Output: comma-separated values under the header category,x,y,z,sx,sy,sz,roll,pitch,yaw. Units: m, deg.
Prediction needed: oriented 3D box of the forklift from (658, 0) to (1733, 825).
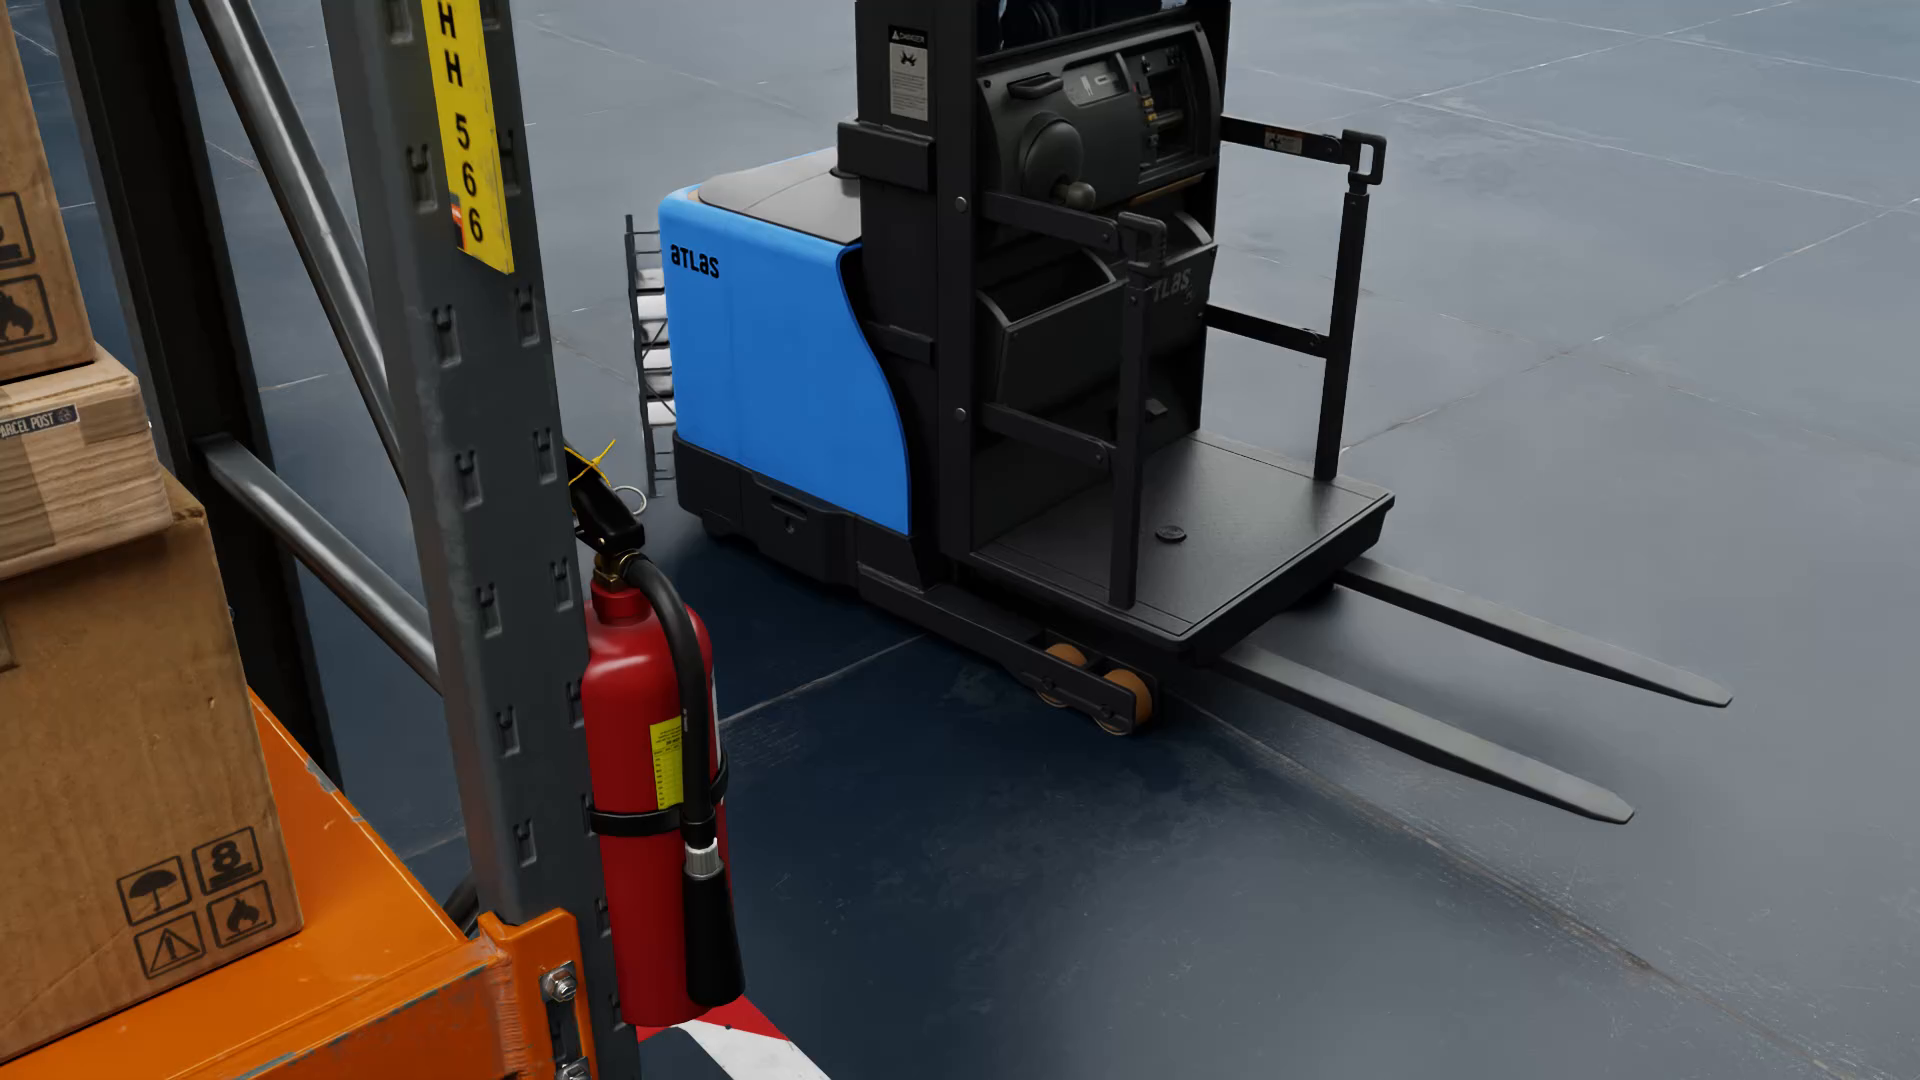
category,x,y,z,sx,sy,sz,roll,pitch,yaw
forklift,0.534,-1.068,4.139,3.031,2.935,1.130,23,35,36

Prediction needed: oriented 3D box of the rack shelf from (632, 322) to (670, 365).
category,x,y,z,sx,sy,sz,roll,pitch,yaw
rack shelf,-0.927,-0.646,5.383,0.258,0.077,0.200,-4,28,-8

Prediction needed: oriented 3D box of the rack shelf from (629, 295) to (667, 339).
category,x,y,z,sx,sy,sz,roll,pitch,yaw
rack shelf,-0.927,-0.725,5.340,0.258,0.077,0.200,-4,28,-8

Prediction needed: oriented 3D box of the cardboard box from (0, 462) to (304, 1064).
category,x,y,z,sx,sy,sz,roll,pitch,yaw
cardboard box,-1.095,0.138,1.703,0.500,0.500,0.700,-22,35,-35

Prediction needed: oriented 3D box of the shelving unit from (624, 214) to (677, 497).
category,x,y,z,sx,sy,sz,roll,pitch,yaw
shelving unit,-0.927,-0.596,5.409,0.258,0.900,0.210,-4,28,-8

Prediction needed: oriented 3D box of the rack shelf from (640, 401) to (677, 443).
category,x,y,z,sx,sy,sz,roll,pitch,yaw
rack shelf,-0.927,-0.407,5.510,0.258,0.077,0.200,-4,28,-8

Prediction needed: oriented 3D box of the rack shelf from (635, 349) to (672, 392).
category,x,y,z,sx,sy,sz,roll,pitch,yaw
rack shelf,-0.927,-0.566,5.425,0.258,0.077,0.200,-4,28,-8

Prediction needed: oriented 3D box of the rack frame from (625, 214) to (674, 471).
category,x,y,z,sx,sy,sz,roll,pitch,yaw
rack frame,-0.943,-0.643,5.498,0.240,0.900,0.006,-4,28,-8

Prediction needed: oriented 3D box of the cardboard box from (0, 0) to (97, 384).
category,x,y,z,sx,sy,sz,roll,pitch,yaw
cardboard box,-1.135,-0.418,1.367,0.500,0.500,0.700,-22,35,-35

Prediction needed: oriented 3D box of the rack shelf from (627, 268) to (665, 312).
category,x,y,z,sx,sy,sz,roll,pitch,yaw
rack shelf,-0.927,-0.804,5.298,0.258,0.077,0.200,-4,28,-8

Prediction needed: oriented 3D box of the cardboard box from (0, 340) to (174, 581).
category,x,y,z,sx,sy,sz,roll,pitch,yaw
cardboard box,-0.899,-0.101,1.463,0.250,0.149,0.380,-23,35,-36

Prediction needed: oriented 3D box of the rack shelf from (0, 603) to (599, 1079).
category,x,y,z,sx,sy,sz,roll,pitch,yaw
rack shelf,-2.253,0.973,1.010,4.000,0.370,1.077,-22,35,-35

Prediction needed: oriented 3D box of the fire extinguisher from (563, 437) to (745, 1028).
category,x,y,z,sx,sy,sz,roll,pitch,yaw
fire extinguisher,-0.340,0.208,1.760,0.183,0.674,0.296,-22,35,-35

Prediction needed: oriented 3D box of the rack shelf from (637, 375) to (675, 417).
category,x,y,z,sx,sy,sz,roll,pitch,yaw
rack shelf,-0.927,-0.487,5.467,0.258,0.077,0.200,-4,28,-8

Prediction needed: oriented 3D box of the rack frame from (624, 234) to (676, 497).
category,x,y,z,sx,sy,sz,roll,pitch,yaw
rack frame,-0.911,-0.548,5.321,0.240,0.900,0.006,-4,28,-8

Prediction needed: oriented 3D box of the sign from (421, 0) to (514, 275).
category,x,y,z,sx,sy,sz,roll,pitch,yaw
sign,-0.390,-0.373,1.285,0.005,0.325,0.100,-22,35,-35
